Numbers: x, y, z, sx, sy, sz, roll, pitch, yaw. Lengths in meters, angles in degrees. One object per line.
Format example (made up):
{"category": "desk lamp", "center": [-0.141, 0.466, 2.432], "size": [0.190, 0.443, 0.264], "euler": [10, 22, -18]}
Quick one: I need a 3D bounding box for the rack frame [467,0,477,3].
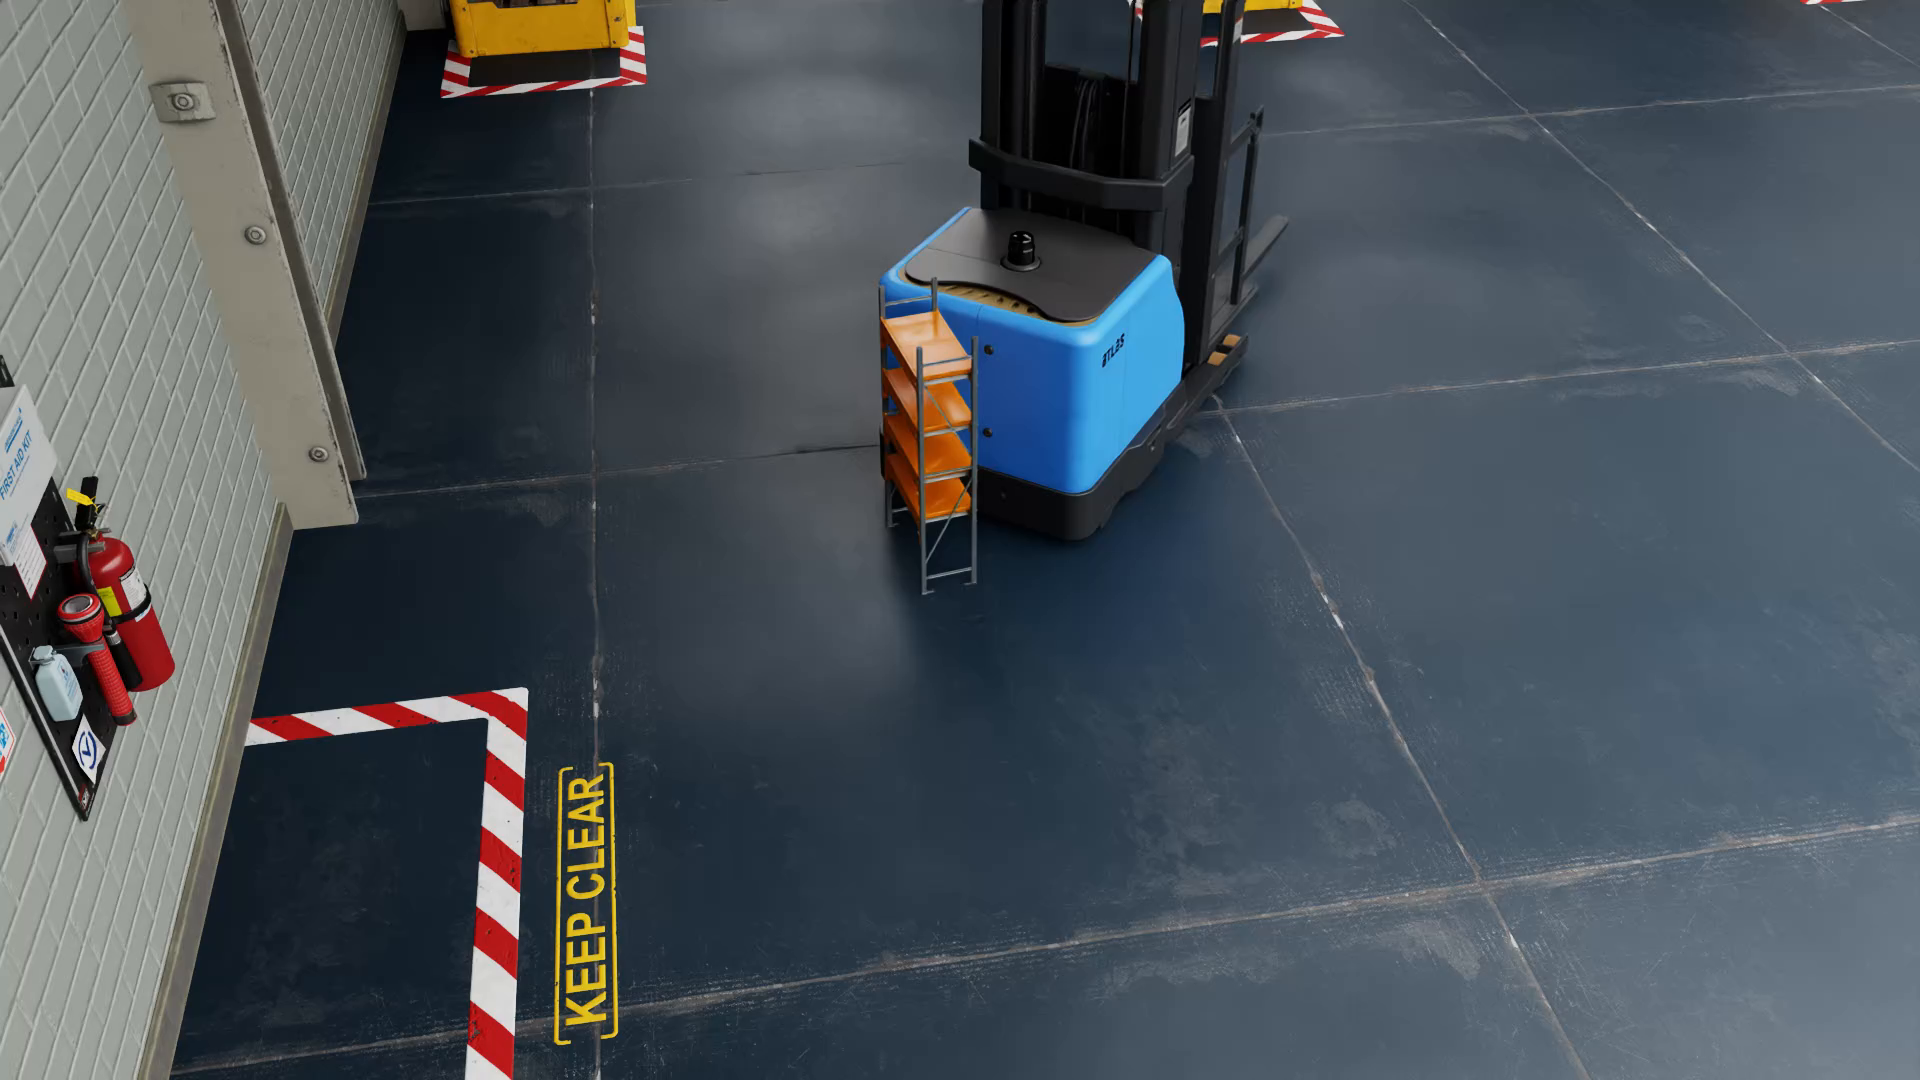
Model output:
{"category": "rack frame", "center": [-2.926, -4.656, 10.799], "size": [1.000, 3.000, 0.127], "euler": [-6, 38, -8]}

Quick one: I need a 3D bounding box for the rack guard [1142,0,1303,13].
{"category": "rack guard", "center": [1.954, -4.190, 12.236], "size": [1.175, 0.500, 0.348], "euler": [-6, 38, -8]}

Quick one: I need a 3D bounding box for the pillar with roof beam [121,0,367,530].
{"category": "pillar with roof beam", "center": [1.390, -4.194, 5.314], "size": [9.100, 9.000, 0.400], "euler": [-6, 38, -8]}

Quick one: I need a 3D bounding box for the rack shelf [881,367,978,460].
{"category": "rack shelf", "center": [-0.127, -0.534, 6.705], "size": [0.258, 0.148, 0.480], "euler": [-12, 39, -15]}

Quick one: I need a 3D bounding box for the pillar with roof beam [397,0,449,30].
{"category": "pillar with roof beam", "center": [0.338, -7.818, 9.979], "size": [9.100, 9.000, 0.400], "euler": [-6, 38, -8]}

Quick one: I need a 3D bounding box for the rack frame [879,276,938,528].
{"category": "rack frame", "center": [-0.206, -0.553, 6.983], "size": [0.240, 1.200, 0.015], "euler": [-12, 39, -15]}

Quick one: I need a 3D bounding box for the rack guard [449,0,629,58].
{"category": "rack guard", "center": [-2.940, -3.715, 11.625], "size": [1.175, 0.500, 0.348], "euler": [-6, 38, -8]}

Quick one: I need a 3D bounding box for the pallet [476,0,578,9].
{"category": "pallet", "center": [-3.047, -4.096, 12.350], "size": [1.003, 0.211, 1.213], "euler": [-6, 38, -8]}

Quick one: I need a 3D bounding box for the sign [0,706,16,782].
{"category": "sign", "center": [-2.458, 0.466, 4.177], "size": [0.001, 0.329, 0.234], "euler": [-6, 38, -8]}

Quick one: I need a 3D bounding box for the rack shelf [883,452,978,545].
{"category": "rack shelf", "center": [-0.127, -0.201, 6.964], "size": [0.258, 0.148, 0.480], "euler": [-12, 39, -15]}

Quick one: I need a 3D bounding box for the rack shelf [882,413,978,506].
{"category": "rack shelf", "center": [-0.127, -0.358, 6.842], "size": [0.258, 0.148, 0.480], "euler": [-12, 39, -15]}

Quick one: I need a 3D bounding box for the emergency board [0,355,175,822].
{"category": "emergency board", "center": [-2.453, 0.135, 4.632], "size": [0.194, 1.169, 0.643], "euler": [-6, 38, -8]}

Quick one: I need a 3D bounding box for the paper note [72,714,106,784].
{"category": "paper note", "center": [-2.490, 0.597, 4.755], "size": [0.016, 0.148, 0.142], "euler": [-6, 38, -8]}

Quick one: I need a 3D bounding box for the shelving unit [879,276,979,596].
{"category": "shelving unit", "center": [-0.127, -0.411, 6.801], "size": [0.258, 1.200, 0.503], "euler": [-12, 39, -15]}

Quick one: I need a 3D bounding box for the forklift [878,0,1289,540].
{"category": "forklift", "center": [0.792, -2.044, 7.491], "size": [1.130, 2.935, 3.031], "euler": [19, 42, 22]}

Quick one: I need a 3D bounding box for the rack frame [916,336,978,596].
{"category": "rack frame", "center": [-0.048, -0.269, 6.619], "size": [0.240, 1.200, 0.015], "euler": [-12, 39, -15]}

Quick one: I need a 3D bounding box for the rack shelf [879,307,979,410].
{"category": "rack shelf", "center": [-0.127, -0.721, 6.560], "size": [0.258, 0.148, 0.480], "euler": [-12, 39, -15]}
